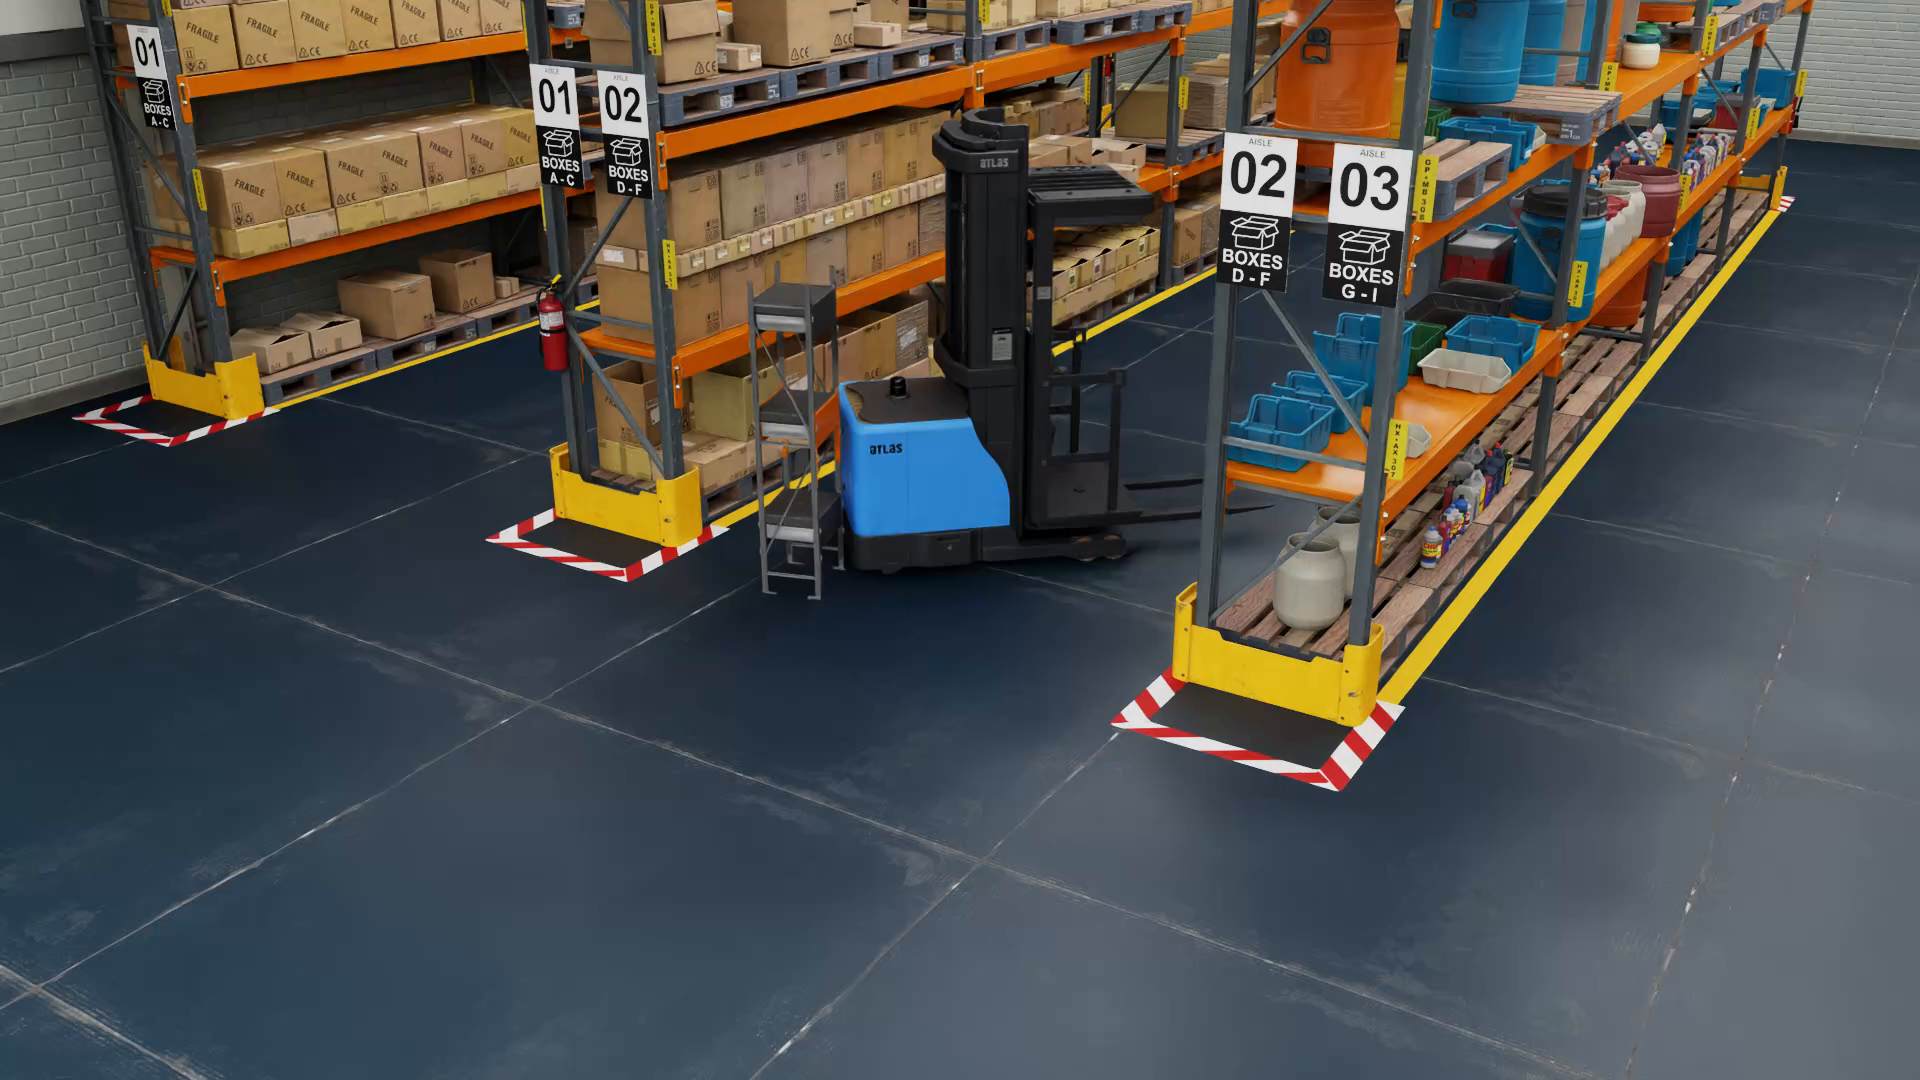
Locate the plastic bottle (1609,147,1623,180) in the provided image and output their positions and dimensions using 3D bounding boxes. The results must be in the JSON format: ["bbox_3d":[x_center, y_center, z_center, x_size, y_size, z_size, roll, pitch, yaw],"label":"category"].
[{"bbox_3d":[6.615,-3.798,16.809,0.144,0.351,0.185,14,27,29],"label":"plastic bottle"}]

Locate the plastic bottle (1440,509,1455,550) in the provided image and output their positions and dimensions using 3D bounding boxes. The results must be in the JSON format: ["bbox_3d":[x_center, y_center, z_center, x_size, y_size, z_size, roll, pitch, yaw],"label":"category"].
[{"bbox_3d":[3.224,-0.076,11.029,0.097,0.271,0.097,0,23,0],"label":"plastic bottle"}]

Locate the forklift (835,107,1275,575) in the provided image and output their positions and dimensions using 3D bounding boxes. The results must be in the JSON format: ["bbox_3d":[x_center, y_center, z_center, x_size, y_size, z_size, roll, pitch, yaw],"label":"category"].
[{"bbox_3d":[0.677,-1.394,11.282,3.031,2.935,1.130,-5,24,-11],"label":"forklift"}]

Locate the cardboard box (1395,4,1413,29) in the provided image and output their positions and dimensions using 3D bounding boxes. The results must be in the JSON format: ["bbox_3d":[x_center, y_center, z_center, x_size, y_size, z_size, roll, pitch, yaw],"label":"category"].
[{"bbox_3d":[6.055,-7.200,23.221,0.500,0.500,0.500,14,27,29],"label":"cardboard box"}]

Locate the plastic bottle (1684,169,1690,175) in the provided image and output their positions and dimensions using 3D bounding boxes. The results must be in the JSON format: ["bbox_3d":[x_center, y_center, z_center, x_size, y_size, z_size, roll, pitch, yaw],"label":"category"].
[{"bbox_3d":[7.020,-3.458,16.109,0.061,0.283,0.133,14,27,29],"label":"plastic bottle"}]

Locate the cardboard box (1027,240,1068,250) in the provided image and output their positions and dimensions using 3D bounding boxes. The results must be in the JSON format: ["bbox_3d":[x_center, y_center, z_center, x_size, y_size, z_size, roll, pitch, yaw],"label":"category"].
[{"bbox_3d":[0.769,-2.925,16.958,0.500,0.311,0.500,13,27,28],"label":"cardboard box"}]

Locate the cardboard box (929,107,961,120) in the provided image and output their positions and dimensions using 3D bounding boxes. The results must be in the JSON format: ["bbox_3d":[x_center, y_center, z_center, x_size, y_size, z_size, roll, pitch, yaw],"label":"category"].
[{"bbox_3d":[-0.497,-5.549,22.970,0.750,0.750,0.750,14,27,30],"label":"cardboard box"}]

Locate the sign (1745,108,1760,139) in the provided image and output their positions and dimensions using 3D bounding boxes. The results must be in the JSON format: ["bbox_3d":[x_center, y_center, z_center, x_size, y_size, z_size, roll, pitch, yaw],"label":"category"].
[{"bbox_3d":[8.619,-4.525,18.078,0.100,0.325,0.005,14,27,29],"label":"sign"}]

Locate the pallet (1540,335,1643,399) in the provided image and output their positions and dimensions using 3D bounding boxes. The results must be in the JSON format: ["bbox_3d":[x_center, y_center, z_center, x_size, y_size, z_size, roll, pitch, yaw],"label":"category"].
[{"bbox_3d":[5.601,-1.631,15.251,1.003,0.211,1.213,14,27,29],"label":"pallet"}]

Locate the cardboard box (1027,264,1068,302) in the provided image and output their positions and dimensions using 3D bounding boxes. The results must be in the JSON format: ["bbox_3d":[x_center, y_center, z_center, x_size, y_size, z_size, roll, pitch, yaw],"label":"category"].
[{"bbox_3d":[0.696,-2.471,15.909,0.500,0.311,0.500,13,27,27],"label":"cardboard box"}]

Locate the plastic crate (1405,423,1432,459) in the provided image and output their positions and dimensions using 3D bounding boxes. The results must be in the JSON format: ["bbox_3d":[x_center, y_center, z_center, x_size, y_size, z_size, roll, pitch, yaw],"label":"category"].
[{"bbox_3d":[2.568,-0.577,9.639,0.298,0.136,0.250,14,27,29],"label":"plastic crate"}]

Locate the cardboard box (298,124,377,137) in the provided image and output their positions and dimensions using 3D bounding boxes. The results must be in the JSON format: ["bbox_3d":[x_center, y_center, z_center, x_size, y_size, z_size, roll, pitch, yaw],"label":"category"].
[{"bbox_3d":[-5.718,-3.541,15.373,0.500,0.500,0.500,14,27,30],"label":"cardboard box"}]

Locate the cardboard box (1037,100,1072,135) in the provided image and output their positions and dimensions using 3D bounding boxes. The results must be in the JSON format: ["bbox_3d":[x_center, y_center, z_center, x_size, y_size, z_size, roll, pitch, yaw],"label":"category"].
[{"bbox_3d":[1.297,-6.559,25.744,0.700,0.500,0.500,14,27,29],"label":"cardboard box"}]

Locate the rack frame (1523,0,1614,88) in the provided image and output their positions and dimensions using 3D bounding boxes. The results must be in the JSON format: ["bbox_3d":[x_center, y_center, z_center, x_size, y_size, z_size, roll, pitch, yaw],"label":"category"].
[{"bbox_3d":[3.932,-4.567,10.972,1.000,3.000,0.127,14,27,29],"label":"rack frame"}]

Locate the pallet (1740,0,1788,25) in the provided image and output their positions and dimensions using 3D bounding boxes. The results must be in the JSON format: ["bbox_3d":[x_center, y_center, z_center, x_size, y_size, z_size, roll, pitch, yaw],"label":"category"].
[{"bbox_3d":[7.822,-5.518,17.184,1.213,0.211,1.003,14,27,29],"label":"pallet"}]

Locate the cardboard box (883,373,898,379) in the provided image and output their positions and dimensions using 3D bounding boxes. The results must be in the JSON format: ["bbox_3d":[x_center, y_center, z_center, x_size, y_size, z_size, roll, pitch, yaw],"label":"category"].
[{"bbox_3d":[-0.856,-1.243,13.778,0.500,0.250,0.500,14,27,29],"label":"cardboard box"}]

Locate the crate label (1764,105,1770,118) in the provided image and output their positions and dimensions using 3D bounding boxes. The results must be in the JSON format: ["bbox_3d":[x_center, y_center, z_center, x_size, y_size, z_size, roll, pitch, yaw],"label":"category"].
[{"bbox_3d":[9.695,-5.263,20.388,0.396,0.136,0.243,14,27,29],"label":"crate label"}]

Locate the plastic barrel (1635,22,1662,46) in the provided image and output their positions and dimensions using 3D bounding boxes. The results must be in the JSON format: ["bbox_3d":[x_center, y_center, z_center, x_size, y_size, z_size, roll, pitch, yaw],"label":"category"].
[{"bbox_3d":[5.955,-4.375,14.500,0.294,0.245,0.294,0,23,0],"label":"plastic barrel"}]

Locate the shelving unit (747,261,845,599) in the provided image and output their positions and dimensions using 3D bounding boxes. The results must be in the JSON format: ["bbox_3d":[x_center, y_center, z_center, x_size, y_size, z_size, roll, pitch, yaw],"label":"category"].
[{"bbox_3d":[-1.042,-0.692,10.705,0.431,2.100,0.503,6,24,13],"label":"shelving unit"}]

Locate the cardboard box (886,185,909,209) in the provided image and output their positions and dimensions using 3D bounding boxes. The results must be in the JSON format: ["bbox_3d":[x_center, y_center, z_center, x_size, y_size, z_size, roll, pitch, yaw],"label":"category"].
[{"bbox_3d":[-0.641,-2.799,13.497,0.380,0.149,0.250,14,27,29],"label":"cardboard box"}]

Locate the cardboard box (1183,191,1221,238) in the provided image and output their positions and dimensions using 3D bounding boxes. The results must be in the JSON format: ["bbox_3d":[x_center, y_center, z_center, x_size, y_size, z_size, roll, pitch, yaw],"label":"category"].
[{"bbox_3d":[2.859,-3.697,19.108,0.500,0.500,0.500,13,27,28],"label":"cardboard box"}]

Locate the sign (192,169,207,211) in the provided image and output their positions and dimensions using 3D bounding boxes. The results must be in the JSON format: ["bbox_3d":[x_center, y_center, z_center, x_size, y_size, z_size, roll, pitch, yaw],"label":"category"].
[{"bbox_3d":[-6.133,-2.823,13.406,0.100,0.325,0.005,14,27,29],"label":"sign"}]

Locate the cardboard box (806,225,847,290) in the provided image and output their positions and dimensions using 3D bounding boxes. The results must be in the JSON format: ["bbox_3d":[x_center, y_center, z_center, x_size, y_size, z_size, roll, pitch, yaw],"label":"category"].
[{"bbox_3d":[-1.312,-2.227,12.992,0.700,0.500,0.500,15,27,31],"label":"cardboard box"}]

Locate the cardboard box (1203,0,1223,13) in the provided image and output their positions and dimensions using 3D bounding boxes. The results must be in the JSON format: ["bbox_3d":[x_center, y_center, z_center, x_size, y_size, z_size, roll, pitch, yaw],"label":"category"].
[{"bbox_3d":[2.307,-5.952,17.821,0.910,0.500,0.500,14,27,29],"label":"cardboard box"}]

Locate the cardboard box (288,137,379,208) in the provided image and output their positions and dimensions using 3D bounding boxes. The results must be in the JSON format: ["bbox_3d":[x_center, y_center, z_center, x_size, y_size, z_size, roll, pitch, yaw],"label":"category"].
[{"bbox_3d":[-5.540,-3.260,14.724,0.500,0.500,0.500,13,27,27],"label":"cardboard box"}]

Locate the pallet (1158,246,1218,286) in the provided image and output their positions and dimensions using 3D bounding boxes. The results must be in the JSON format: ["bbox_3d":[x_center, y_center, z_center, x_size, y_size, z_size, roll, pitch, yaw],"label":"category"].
[{"bbox_3d":[2.262,-3.167,18.800,1.003,0.211,1.213,14,27,29],"label":"pallet"}]

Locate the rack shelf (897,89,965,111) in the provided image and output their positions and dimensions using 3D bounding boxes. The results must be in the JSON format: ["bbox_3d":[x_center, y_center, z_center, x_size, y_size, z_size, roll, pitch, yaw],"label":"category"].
[{"bbox_3d":[-1.319,-5.585,21.780,1.077,0.370,4.000,14,27,29],"label":"rack shelf"}]

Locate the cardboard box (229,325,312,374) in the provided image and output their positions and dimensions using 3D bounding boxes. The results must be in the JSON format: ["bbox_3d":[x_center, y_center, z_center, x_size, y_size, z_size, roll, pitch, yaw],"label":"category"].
[{"bbox_3d":[-6.153,-1.722,14.783,0.500,0.311,0.500,11,26,23],"label":"cardboard box"}]

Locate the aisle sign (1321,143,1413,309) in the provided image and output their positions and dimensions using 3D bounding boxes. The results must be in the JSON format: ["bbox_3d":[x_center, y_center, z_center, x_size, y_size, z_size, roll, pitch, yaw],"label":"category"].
[{"bbox_3d":[2.033,-1.571,8.330,0.394,0.787,0.004,14,27,29],"label":"aisle sign"}]

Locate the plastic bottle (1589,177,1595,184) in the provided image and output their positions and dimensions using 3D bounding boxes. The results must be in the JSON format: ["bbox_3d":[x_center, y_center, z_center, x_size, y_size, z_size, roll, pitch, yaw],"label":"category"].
[{"bbox_3d":[6.091,-3.411,16.104,0.097,0.201,0.097,0,23,0],"label":"plastic bottle"}]

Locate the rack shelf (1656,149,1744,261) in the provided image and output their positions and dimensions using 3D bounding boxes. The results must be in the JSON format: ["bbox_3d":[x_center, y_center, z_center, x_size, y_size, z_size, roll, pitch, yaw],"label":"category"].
[{"bbox_3d":[7.097,-3.508,16.984,1.077,0.370,4.000,14,27,29],"label":"rack shelf"}]

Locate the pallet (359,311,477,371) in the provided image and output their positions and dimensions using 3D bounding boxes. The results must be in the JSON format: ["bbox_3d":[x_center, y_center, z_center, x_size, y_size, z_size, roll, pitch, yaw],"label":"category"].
[{"bbox_3d":[-5.451,-1.962,16.018,1.003,0.211,1.213,14,27,29],"label":"pallet"}]

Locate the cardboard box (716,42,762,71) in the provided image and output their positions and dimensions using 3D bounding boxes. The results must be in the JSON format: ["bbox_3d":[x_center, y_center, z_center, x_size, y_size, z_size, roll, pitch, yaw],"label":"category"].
[{"bbox_3d":[-1.614,-3.381,11.620,0.380,0.149,0.250,14,27,29],"label":"cardboard box"}]

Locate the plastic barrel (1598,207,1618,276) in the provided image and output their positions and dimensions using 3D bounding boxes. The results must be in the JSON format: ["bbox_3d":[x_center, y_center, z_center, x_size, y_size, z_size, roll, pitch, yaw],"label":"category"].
[{"bbox_3d":[5.010,-2.400,13.348,0.433,0.535,0.433,0,23,0],"label":"plastic barrel"}]

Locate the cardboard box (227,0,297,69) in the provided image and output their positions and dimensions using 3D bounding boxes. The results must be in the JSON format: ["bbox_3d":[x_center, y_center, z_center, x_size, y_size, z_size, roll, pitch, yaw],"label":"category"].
[{"bbox_3d":[-5.892,-4.205,13.762,0.500,0.500,0.500,16,28,32],"label":"cardboard box"}]

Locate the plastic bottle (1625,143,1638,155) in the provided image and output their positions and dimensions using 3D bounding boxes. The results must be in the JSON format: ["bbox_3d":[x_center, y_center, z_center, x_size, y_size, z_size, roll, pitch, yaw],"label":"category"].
[{"bbox_3d":[6.974,-3.989,17.346,0.152,0.276,0.135,14,27,29],"label":"plastic bottle"}]

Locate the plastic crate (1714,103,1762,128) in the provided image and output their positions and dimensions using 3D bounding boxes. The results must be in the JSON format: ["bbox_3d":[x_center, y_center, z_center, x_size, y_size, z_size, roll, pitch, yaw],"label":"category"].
[{"bbox_3d":[9.114,-4.964,19.513,0.437,0.282,0.530,14,27,29],"label":"plastic crate"}]

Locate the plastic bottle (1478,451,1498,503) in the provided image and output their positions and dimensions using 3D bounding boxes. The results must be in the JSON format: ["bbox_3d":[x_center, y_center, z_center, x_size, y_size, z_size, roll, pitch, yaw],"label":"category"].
[{"bbox_3d":[3.736,-0.457,11.811,0.144,0.351,0.185,12,26,26],"label":"plastic bottle"}]

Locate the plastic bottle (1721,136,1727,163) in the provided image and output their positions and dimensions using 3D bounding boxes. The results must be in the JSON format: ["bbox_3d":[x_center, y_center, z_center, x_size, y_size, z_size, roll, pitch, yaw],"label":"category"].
[{"bbox_3d":[8.136,-4.172,17.758,0.061,0.283,0.133,14,27,29],"label":"plastic bottle"}]

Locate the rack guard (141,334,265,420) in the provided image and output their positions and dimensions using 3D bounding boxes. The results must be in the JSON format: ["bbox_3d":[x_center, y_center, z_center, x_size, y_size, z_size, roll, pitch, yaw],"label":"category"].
[{"bbox_3d":[-6.554,-1.418,14.397,1.175,0.500,0.348,14,27,29],"label":"rack guard"}]

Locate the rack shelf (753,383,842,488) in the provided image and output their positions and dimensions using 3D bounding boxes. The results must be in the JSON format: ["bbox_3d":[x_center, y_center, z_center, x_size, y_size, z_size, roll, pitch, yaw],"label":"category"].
[{"bbox_3d":[-1.042,-0.679,10.711,0.431,0.518,0.480,6,24,13],"label":"rack shelf"}]

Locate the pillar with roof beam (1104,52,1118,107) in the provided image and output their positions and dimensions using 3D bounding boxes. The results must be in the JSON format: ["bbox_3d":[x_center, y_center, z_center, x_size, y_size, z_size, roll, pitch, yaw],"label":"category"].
[{"bbox_3d":[6.192,-10.883,25.563,9.100,9.000,0.400,14,27,29],"label":"pillar with roof beam"}]

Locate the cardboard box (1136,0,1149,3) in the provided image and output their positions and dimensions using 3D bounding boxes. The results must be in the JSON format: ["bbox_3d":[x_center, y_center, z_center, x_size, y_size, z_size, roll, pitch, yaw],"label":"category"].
[{"bbox_3d":[1.645,-5.538,16.652,0.500,0.250,0.500,12,26,25],"label":"cardboard box"}]

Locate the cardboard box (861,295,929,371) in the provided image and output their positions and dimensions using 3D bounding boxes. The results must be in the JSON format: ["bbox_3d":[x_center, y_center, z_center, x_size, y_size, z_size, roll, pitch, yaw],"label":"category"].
[{"bbox_3d":[-0.607,-1.759,14.026,0.500,0.500,0.500,14,27,29],"label":"cardboard box"}]

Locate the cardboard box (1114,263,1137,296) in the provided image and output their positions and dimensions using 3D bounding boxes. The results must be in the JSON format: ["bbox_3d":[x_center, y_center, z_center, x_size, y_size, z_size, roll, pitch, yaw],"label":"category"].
[{"bbox_3d":[1.497,-2.730,17.214,0.500,0.250,0.500,14,27,28],"label":"cardboard box"}]

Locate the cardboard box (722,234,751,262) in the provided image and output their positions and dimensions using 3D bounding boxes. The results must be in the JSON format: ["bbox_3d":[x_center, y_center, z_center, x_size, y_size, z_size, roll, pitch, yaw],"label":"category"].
[{"bbox_3d":[-1.724,-2.107,11.900,0.380,0.149,0.250,14,27,29],"label":"cardboard box"}]

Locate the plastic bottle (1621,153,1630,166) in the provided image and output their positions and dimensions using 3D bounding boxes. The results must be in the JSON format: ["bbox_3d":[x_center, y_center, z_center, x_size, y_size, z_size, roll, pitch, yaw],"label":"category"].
[{"bbox_3d":[6.716,-3.754,16.792,0.061,0.283,0.133,14,27,29],"label":"plastic bottle"}]

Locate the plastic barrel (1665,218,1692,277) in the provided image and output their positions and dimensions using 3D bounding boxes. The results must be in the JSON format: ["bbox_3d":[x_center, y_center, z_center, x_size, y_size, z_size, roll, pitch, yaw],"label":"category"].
[{"bbox_3d":[7.477,-3.324,17.766,0.600,0.901,0.708,14,27,29],"label":"plastic barrel"}]

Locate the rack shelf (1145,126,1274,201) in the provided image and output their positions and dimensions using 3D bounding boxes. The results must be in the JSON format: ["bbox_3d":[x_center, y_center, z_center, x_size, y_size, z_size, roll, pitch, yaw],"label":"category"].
[{"bbox_3d":[2.891,-4.548,19.385,1.077,0.370,4.000,14,27,29],"label":"rack shelf"}]

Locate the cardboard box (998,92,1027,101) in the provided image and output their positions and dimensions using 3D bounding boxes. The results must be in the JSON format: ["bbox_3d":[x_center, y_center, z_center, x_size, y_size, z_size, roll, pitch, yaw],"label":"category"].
[{"bbox_3d":[0.790,-6.682,25.210,0.380,0.149,0.250,14,27,29],"label":"cardboard box"}]

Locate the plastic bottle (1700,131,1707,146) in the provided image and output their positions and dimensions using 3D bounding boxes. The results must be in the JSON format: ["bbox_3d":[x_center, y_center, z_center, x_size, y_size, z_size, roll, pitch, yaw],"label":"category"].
[{"bbox_3d":[7.823,-4.142,17.605,0.144,0.351,0.185,14,27,29],"label":"plastic bottle"}]

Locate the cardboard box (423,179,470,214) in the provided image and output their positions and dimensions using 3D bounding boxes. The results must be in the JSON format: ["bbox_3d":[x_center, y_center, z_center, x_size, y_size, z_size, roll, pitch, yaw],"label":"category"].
[{"bbox_3d":[-4.999,-3.267,15.685,0.500,0.250,0.500,14,27,29],"label":"cardboard box"}]

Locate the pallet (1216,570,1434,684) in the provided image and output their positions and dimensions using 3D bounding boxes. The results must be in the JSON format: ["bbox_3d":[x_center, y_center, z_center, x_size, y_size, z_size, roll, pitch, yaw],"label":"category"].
[{"bbox_3d":[2.256,0.508,10.312,1.003,0.211,1.213,14,27,29],"label":"pallet"}]

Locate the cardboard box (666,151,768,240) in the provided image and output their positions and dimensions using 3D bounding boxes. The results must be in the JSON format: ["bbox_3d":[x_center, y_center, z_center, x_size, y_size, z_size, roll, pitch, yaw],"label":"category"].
[{"bbox_3d":[-1.826,-2.495,11.980,0.700,0.500,0.500,13,27,28],"label":"cardboard box"}]

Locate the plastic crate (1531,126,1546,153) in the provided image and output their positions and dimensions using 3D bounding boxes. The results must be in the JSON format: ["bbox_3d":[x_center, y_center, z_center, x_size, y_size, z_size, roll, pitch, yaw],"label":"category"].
[{"bbox_3d":[3.429,-2.443,10.173,0.243,0.136,0.396,14,27,29],"label":"plastic crate"}]

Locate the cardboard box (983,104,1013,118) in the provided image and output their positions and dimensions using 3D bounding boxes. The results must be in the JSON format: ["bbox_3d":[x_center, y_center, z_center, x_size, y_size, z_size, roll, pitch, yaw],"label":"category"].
[{"bbox_3d":[0.553,-6.241,24.193,0.380,0.149,0.250,15,28,31],"label":"cardboard box"}]

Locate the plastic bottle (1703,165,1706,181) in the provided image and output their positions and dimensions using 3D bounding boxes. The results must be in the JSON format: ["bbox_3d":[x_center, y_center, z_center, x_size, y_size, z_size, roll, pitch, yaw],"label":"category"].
[{"bbox_3d":[7.529,-3.760,16.909,0.097,0.201,0.097,0,23,0],"label":"plastic bottle"}]
